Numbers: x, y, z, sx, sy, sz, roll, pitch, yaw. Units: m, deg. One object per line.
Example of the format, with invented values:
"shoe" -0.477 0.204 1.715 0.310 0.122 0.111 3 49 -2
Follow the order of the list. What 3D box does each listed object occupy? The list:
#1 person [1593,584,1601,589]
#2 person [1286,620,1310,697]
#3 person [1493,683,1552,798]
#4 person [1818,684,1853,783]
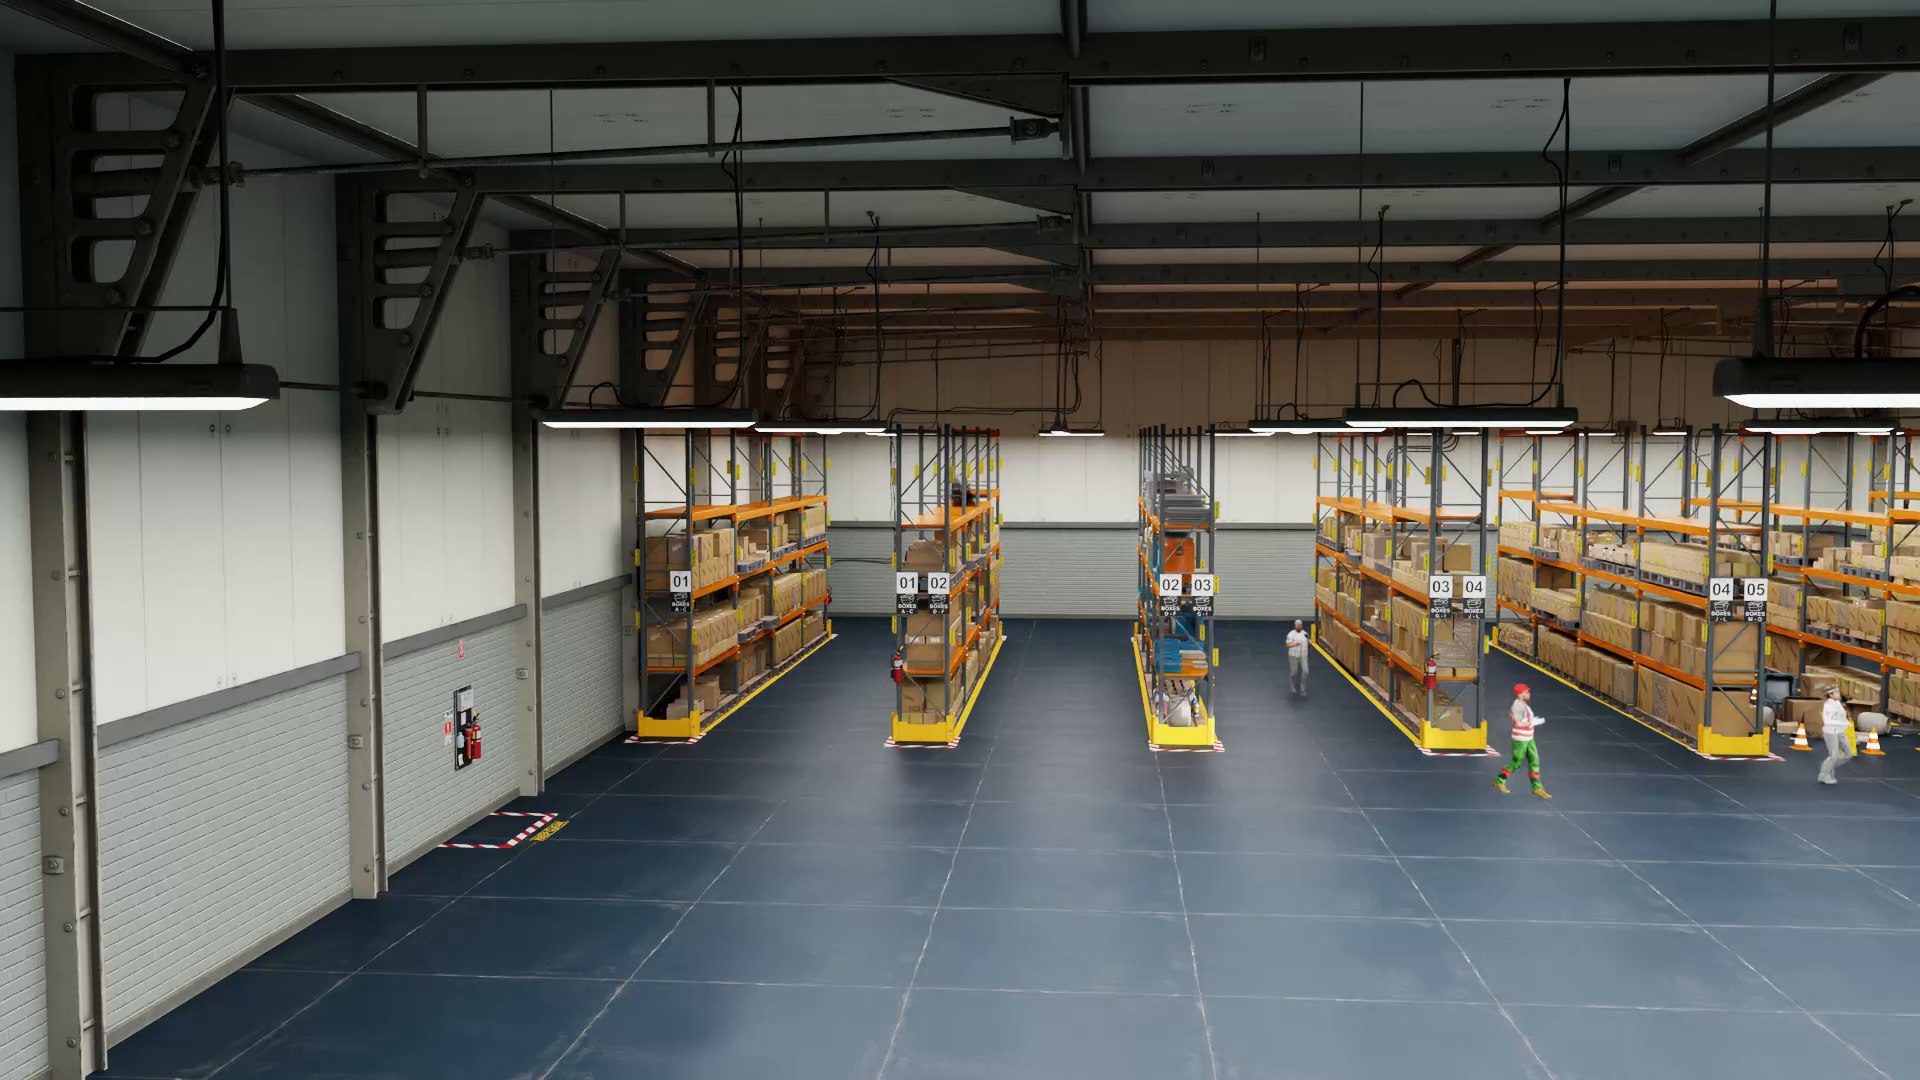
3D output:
"person" 18.448 2.064 47.345 0.912 1.627 0.588 0 3 -3
"person" 7.557 2.635 37.132 0.585 1.719 0.708 0 3 -4
"person" 8.951 3.181 26.441 0.899 1.800 0.645 2 4 33
"person" 14.519 3.205 27.493 0.600 1.661 0.570 -3 4 -37
